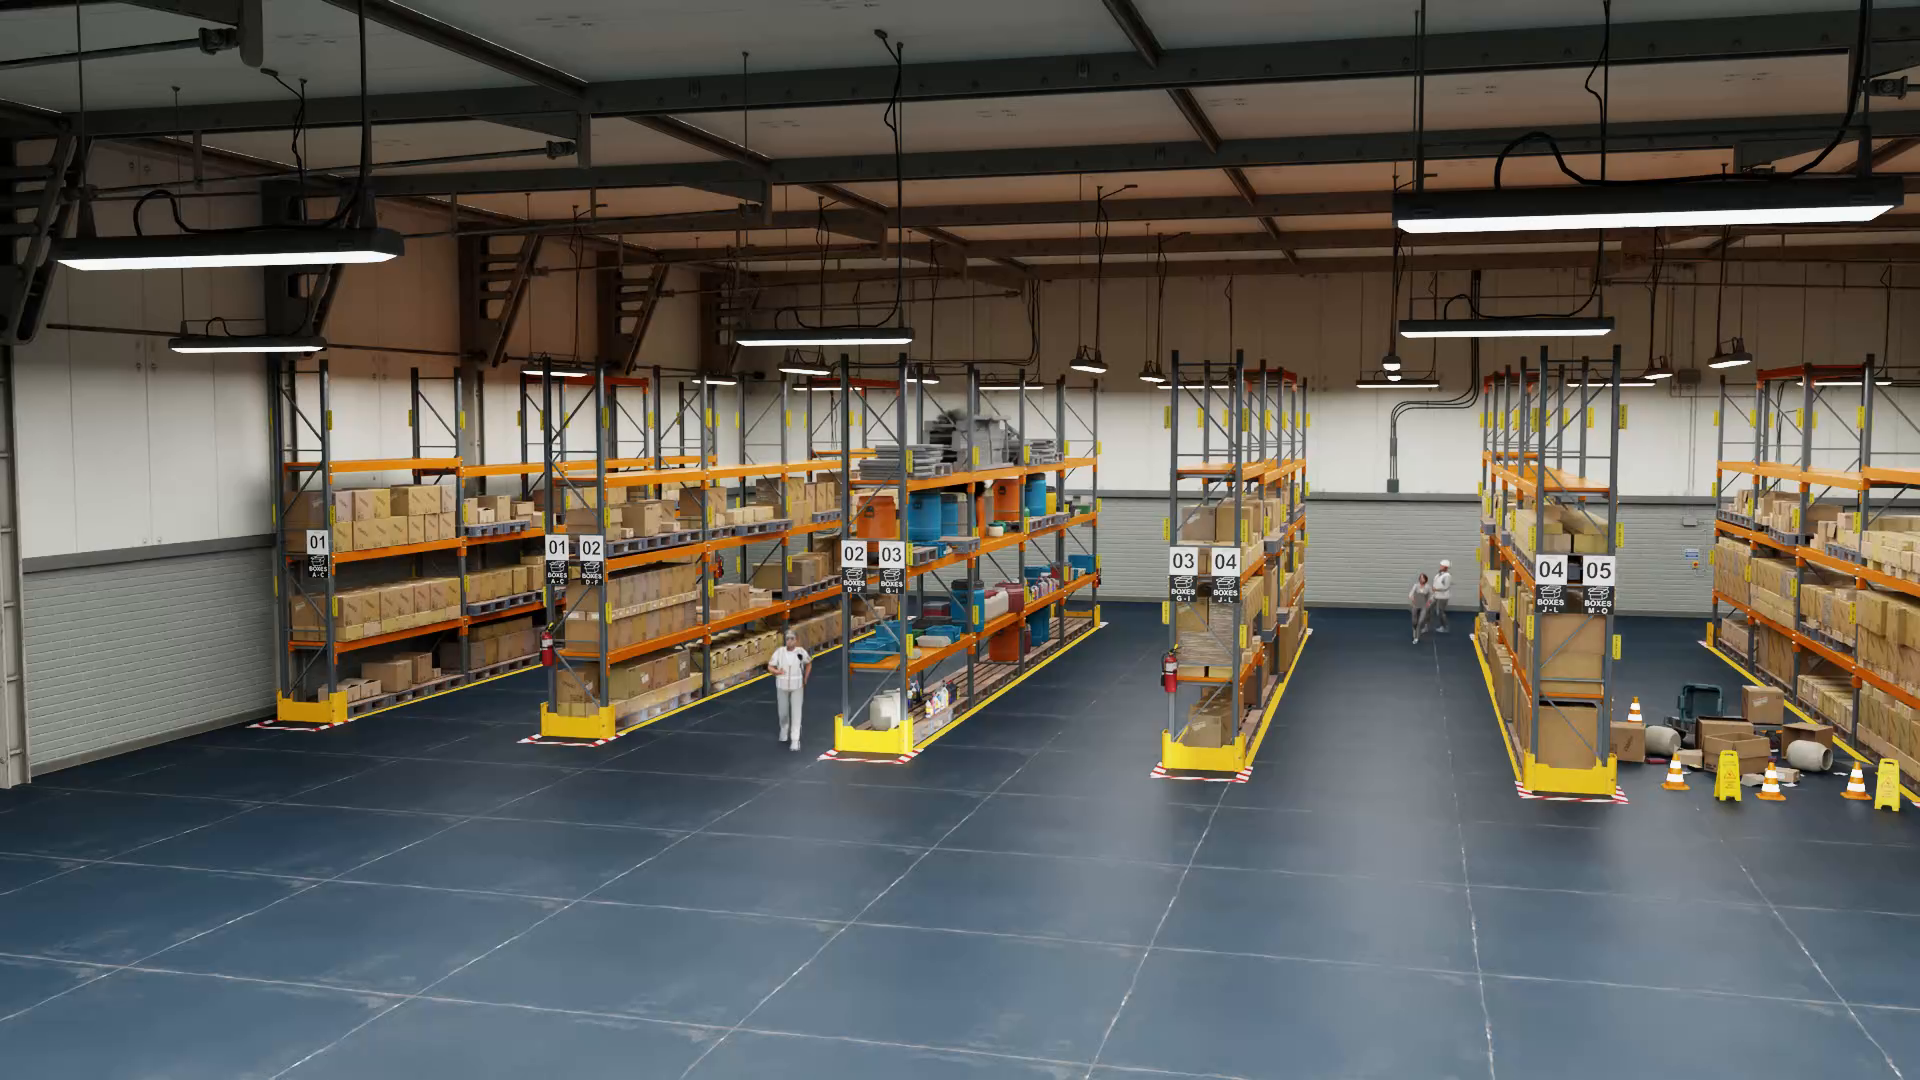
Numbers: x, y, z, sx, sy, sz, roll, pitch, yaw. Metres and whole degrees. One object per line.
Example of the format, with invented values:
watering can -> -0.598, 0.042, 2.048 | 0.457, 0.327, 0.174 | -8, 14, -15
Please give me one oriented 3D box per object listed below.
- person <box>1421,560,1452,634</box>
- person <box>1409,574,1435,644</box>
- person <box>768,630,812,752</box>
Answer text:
person -> 11.217, 1.330, 38.828 | 0.708, 1.747, 0.642 | -2, 4, -21
person -> 10.407, 1.543, 37.490 | 0.554, 1.563, 0.681 | 2, 4, 21
person -> -2.619, 2.274, 25.532 | 0.670, 1.816, 0.878 | 0, 4, -2
